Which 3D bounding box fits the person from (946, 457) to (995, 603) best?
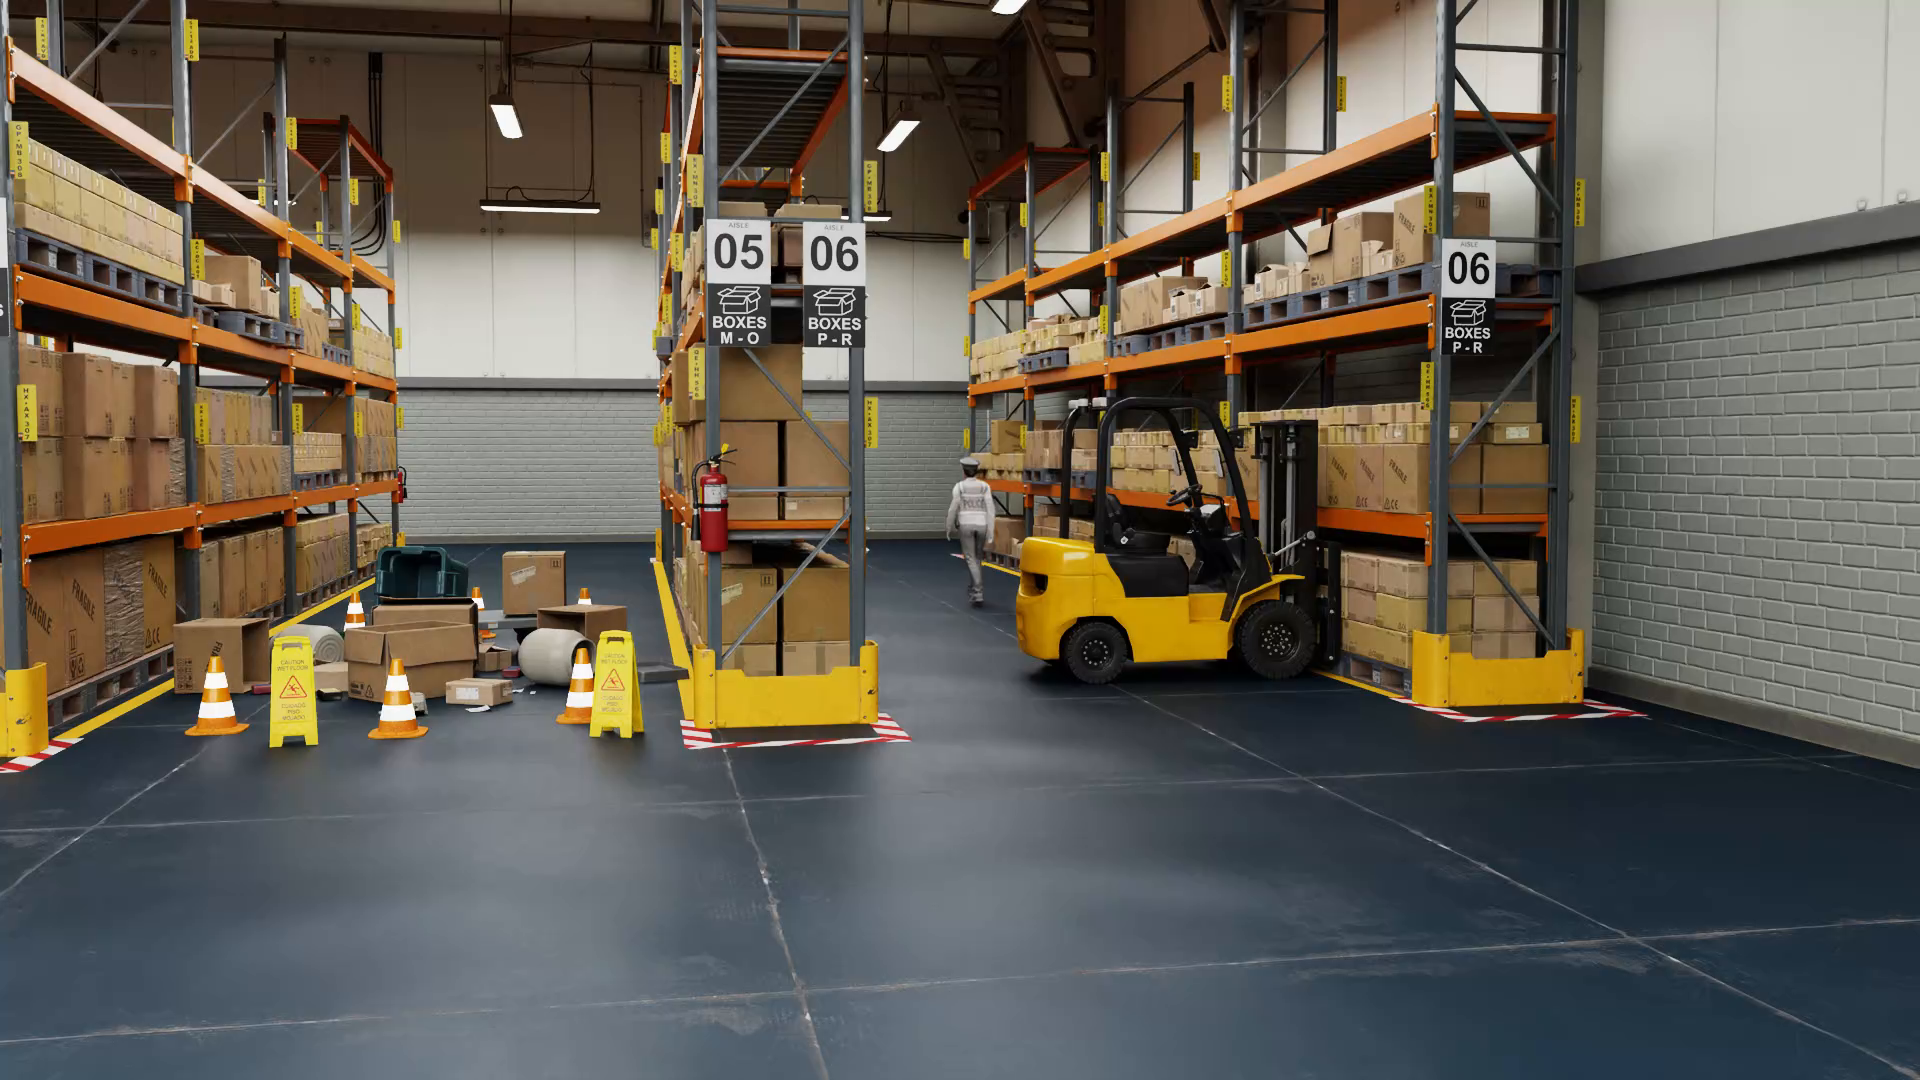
[{"bbox_3d":[0.104,-0.108,18.973,0.512,1.675,0.845,-1,3,-20],"label":"person"}]
